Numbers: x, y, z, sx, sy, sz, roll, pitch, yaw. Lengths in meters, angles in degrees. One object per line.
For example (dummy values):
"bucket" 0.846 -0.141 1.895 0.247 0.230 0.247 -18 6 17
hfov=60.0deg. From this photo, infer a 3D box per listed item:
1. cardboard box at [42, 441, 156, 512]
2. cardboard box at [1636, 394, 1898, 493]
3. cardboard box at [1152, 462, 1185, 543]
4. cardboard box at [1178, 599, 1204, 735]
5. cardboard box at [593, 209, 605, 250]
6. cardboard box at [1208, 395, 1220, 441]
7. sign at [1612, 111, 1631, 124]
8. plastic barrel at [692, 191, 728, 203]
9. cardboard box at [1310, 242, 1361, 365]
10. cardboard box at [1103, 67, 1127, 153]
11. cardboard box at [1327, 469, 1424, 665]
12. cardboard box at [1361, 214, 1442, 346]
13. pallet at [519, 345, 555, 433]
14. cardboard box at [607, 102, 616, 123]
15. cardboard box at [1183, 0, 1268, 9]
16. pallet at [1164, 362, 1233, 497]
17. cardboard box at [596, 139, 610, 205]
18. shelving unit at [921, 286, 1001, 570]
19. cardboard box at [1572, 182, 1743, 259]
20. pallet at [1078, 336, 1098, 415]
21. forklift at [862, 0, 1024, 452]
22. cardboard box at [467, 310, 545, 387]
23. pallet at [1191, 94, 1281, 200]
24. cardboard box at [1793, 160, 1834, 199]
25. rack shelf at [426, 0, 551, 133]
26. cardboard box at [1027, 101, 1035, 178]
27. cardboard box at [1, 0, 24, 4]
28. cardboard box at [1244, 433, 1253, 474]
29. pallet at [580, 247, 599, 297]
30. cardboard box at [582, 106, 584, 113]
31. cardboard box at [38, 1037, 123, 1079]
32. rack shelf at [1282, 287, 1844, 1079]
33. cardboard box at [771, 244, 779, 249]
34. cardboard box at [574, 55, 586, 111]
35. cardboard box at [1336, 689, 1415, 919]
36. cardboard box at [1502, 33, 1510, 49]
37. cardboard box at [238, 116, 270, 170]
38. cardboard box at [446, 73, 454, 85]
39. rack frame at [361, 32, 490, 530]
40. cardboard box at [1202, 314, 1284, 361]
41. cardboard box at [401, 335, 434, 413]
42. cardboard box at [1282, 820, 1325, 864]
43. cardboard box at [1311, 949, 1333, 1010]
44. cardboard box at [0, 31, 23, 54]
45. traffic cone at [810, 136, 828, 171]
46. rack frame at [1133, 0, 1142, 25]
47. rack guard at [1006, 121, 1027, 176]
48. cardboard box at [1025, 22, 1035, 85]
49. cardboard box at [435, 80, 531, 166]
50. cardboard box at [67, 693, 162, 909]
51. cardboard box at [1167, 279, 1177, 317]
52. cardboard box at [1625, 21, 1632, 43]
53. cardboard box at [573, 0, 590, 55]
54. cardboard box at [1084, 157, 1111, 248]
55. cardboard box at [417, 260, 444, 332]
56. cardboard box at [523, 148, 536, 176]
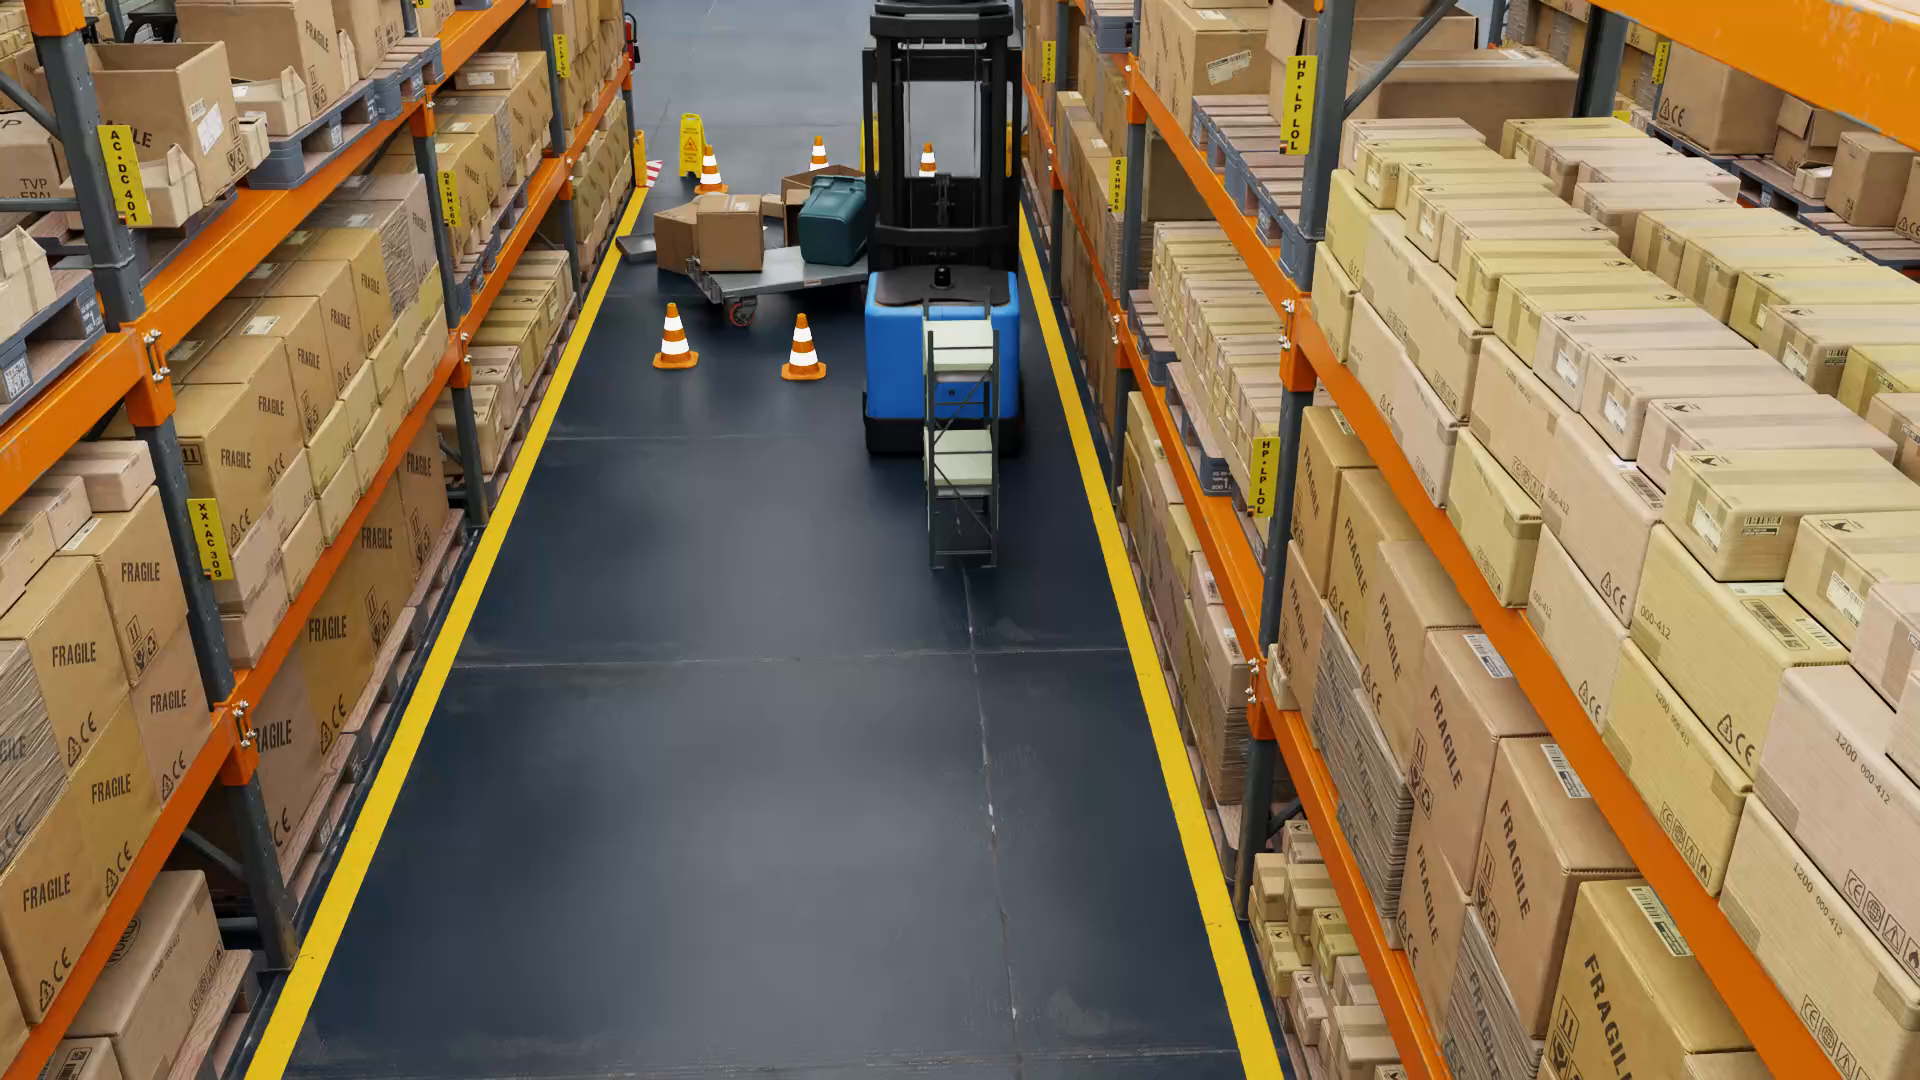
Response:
"cardboard box" -2.919 -0.208 5.515 0.380 0.149 0.250 -2 28 -4
"cardboard box" 1.579 -0.168 3.274 0.380 0.149 0.250 -2 28 -4
"cardboard box" 1.310 -0.204 8.836 0.500 0.250 0.500 -1 28 -2
"cardboard box" 1.369 0.616 8.075 0.500 0.500 0.500 -2 28 -4
"cardboard box" -3.471 -2.754 14.807 0.500 0.250 0.500 0 28 0
"cardboard box" 1.396 -0.589 7.953 0.380 0.149 0.250 0 28 0
"sign" 2.227 -1.310 5.715 0.100 0.325 0.005 -1 28 -3
"plastic barrel" -2.259 -3.050 15.640 0.512 0.421 0.421 19 33 32
"cardboard box" 1.446 -0.777 5.415 0.500 0.250 0.500 0 28 0
"cardboard box" 1.379 -2.983 11.536 0.700 0.500 0.500 -2 28 -3
"cardboard box" 1.508 0.100 5.304 0.500 0.500 0.500 -2 28 -4
"cardboard box" 1.492 -0.761 4.843 0.500 0.250 0.500 -1 28 -3
"pallet" -3.561 -1.101 12.134 1.003 0.211 1.213 -1 28 -3
"cardboard box" -3.481 -4.049 15.776 0.380 0.149 0.250 -1 28 -2
"cardboard box" 1.302 -2.746 8.092 0.396 0.266 0.258 -1 28 -3
"pallet" 1.621 -0.583 8.331 1.003 0.211 1.213 -1 28 -3
"cardboard box" -3.497 -3.327 15.094 0.500 0.500 0.500 0 28 0
"shelving unit" 0.000 -0.668 9.909 0.431 1.500 0.755 -1 28 -3
"cardboard box" 1.949 -0.900 4.679 0.380 0.149 0.250 0 28 -1
"pallet" 1.450 -1.273 12.462 1.003 0.211 1.213 -1 28 -3
"forklift" -0.122 -2.533 11.938 1.130 2.935 3.031 0 28 0
"cardboard box" -3.561 -1.388 12.055 0.950 0.372 0.625 0 28 -1
"pallet" 1.702 -1.747 7.316 1.213 0.211 1.003 -1 28 -3
"cardboard box" 6.078 -2.544 11.576 0.396 0.266 0.258 -2 28 -4
"rack shelf" -3.566 -3.350 10.963 1.077 0.370 4.000 -1 28 -3
"cardboard box" 1.160 -4.208 16.918 0.875 0.875 0.875 -1 28 -2
"cardboard box" -8.459 -4.824 15.123 0.380 0.149 0.250 -1 28 -1
"cardboard box" 1.442 -0.356 7.184 0.380 0.149 0.250 0 28 0
"pallet" -3.741 -2.335 14.499 1.003 0.211 1.213 -1 28 -3
"cardboard box" -3.499 -3.779 14.523 0.380 0.149 0.250 -2 28 -3
"cardboard box" -3.280 2.088 5.319 0.875 0.438 0.875 -2 28 -4
"rack shelf" 1.790 0.179 4.198 1.077 0.370 4.000 -1 28 -3
"cardboard box" -1.569 -2.478 14.714 0.258 0.266 0.396 -23 35 -37
"cardboard box" -3.464 -3.880 14.015 0.500 0.500 0.500 -1 28 -3
"cardboard box" 1.483 0.787 5.068 0.500 0.500 0.500 -2 28 -4
"cardboard box" 5.794 -5.100 17.056 0.380 0.149 0.250 -1 28 -3
"cardboard box" -2.969 -1.573 6.577 0.380 0.166 0.250 -3 28 -6
"cardboard box" -3.905 -3.170 12.200 0.500 0.500 0.500 -1 28 -2
"rack frame" -3.461 -1.415 9.719 1.000 3.000 0.127 -1 28 -3
"cardboard box" 1.387 -0.979 8.058 0.380 0.149 0.250 -2 28 -3
"cardboard box" -3.133 -0.886 8.866 0.500 0.250 0.500 -1 28 -2
"cardboard box" 1.497 1.244 6.606 0.380 0.149 0.250 0 28 -1
"cardboard box" 1.536 1.614 6.220 0.380 0.149 0.250 -2 28 -3
"cardboard box" -8.442 -4.341 14.519 0.380 0.149 0.250 -2 28 -4
"traffic cone" -1.478 -4.001 17.421 0.336 0.463 0.334 -1 28 -3
"rack frame" 1.477 -4.241 8.650 1.000 3.000 0.127 -1 28 -3
"rack guard" 1.058 -4.178 17.721 1.175 0.500 0.348 -1 28 -3
"cardboard box" 1.078 -4.657 15.773 0.875 0.550 0.550 -1 28 -3
"cardboard box" -3.369 -2.949 11.777 0.500 0.500 0.500 0 28 -1
"cardboard box" -2.941 0.834 5.300 0.500 0.500 0.500 -2 28 -4
"cardboard box" 1.335 -1.311 9.016 0.380 0.149 0.250 -2 28 -4
"cardboard box" 5.900 -4.553 14.225 0.500 0.500 0.500 -1 28 -3
"cardboard box" -3.482 -4.327 13.791 0.700 0.500 0.500 -1 28 -2
"cardboard box" 1.134 -2.288 11.285 0.500 0.500 0.500 -2 28 -4
"cardboard box" -3.182 -1.352 9.221 0.500 0.250 0.500 -1 28 -3
"cardboard box" -3.305 -2.748 12.093 0.380 0.149 0.250 -1 28 -2
